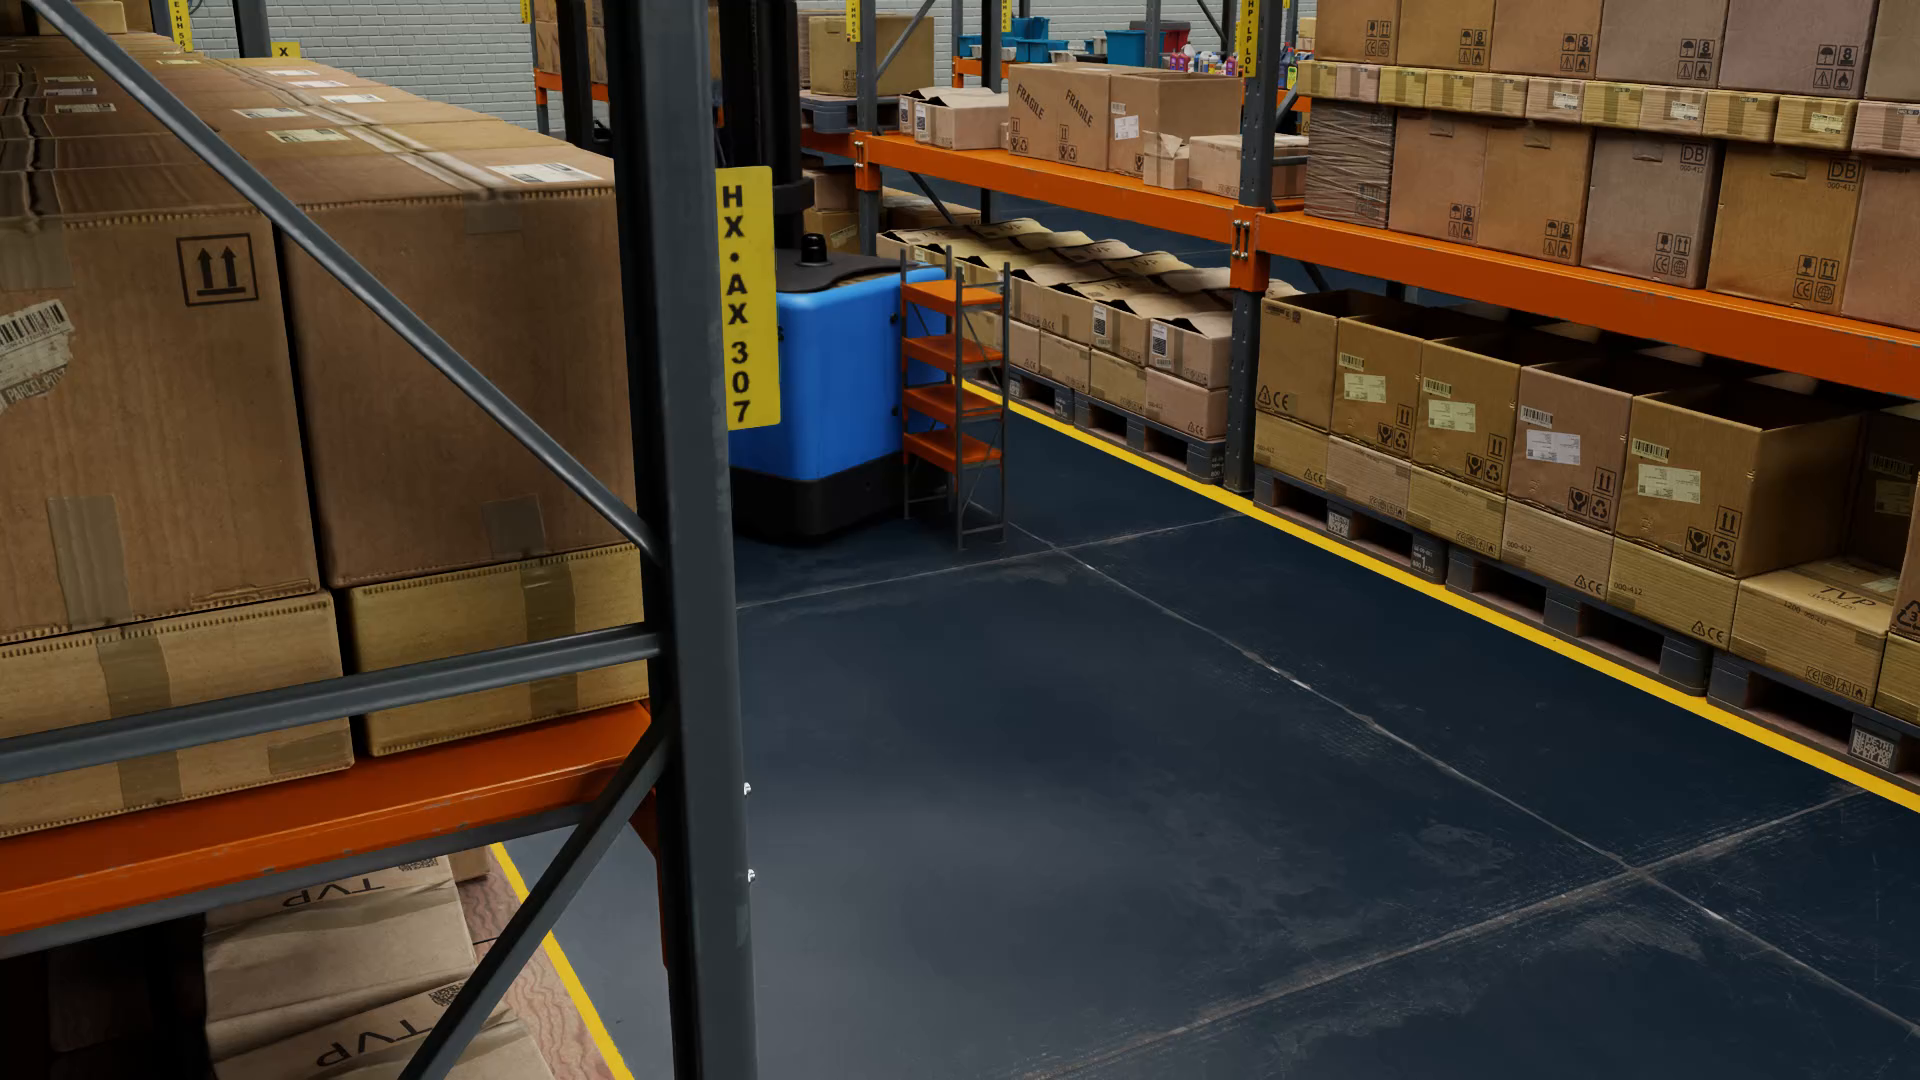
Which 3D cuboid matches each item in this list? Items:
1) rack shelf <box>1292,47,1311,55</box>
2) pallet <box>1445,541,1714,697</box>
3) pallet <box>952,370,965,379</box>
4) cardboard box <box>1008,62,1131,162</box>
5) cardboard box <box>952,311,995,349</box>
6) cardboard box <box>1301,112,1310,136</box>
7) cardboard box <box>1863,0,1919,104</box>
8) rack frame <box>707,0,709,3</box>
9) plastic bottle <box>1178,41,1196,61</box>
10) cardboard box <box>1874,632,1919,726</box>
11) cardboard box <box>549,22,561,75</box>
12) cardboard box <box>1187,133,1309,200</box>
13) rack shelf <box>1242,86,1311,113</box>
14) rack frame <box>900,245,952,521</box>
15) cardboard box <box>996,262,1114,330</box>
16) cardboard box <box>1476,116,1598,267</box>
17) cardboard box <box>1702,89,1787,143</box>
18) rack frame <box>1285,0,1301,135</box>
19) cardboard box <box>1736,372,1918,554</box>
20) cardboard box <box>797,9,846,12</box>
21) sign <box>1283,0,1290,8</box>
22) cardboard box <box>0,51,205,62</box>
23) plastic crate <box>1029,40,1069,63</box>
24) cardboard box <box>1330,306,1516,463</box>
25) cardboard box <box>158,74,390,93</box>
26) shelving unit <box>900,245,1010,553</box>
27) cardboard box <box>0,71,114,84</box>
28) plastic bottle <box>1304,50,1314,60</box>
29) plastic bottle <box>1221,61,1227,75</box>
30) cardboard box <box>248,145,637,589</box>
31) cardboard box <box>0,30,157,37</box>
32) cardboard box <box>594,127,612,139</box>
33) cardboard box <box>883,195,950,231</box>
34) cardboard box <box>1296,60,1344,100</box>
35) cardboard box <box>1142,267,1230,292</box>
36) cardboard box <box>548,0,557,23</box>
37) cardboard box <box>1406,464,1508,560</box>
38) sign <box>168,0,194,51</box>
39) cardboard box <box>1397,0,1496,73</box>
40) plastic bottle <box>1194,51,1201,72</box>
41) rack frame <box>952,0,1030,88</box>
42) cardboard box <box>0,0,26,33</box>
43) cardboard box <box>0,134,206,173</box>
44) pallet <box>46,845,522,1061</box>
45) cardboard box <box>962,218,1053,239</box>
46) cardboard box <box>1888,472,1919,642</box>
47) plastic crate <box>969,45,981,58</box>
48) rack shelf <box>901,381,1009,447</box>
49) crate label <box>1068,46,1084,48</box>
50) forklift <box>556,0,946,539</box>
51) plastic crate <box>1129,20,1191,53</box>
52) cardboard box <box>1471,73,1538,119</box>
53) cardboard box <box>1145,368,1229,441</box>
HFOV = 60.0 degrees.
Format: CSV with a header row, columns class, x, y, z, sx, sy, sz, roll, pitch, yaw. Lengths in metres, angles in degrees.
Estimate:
class,x,y,z,sx,sy,sz,roll,pitch,yaw
rack shelf,5.677,-5.783,20.396,1.077,0.370,4.000,-10,21,-27
pallet,2.630,0.184,6.274,1.003,0.211,1.213,-10,21,-27
pallet,0.163,-1.307,10.596,1.003,0.211,1.213,-10,21,-27
cardboard box,0.617,-2.436,9.439,0.500,0.500,0.500,-11,22,-30
cardboard box,0.288,-1.278,9.809,0.500,0.250,0.500,-11,22,-28
cardboard box,5.101,-5.720,21.724,0.875,0.875,0.875,-10,21,-27
cardboard box,3.115,-1.533,4.834,0.700,0.500,0.500,-11,22,-28
rack frame,-2.093,-4.016,14.171,1.000,3.000,0.127,-10,21,-27
plastic bottle,2.169,-4.596,15.928,0.144,0.351,0.185,-10,21,-27
cardboard box,3.090,0.422,4.882,0.500,0.250,0.500,-10,21,-27
cardboard box,-3.764,-4.896,16.569,0.500,0.500,0.500,-10,22,-27
cardboard box,1.433,-1.783,7.930,0.500,0.250,0.500,-9,21,-23
rack shelf,3.217,-3.868,14.845,1.077,0.370,4.000,-10,21,-27
rack frame,-0.144,-0.673,7.242,0.240,1.200,0.015,-10,22,-27
cardboard box,0.538,-1.392,9.279,0.500,0.311,0.500,-10,22,-27
cardboard box,2.413,-1.345,6.278,0.700,0.500,0.500,-10,21,-26
cardboard box,2.640,-1.377,5.375,0.380,0.149,0.250,-9,21,-25
rack frame,4.727,-6.698,21.943,1.000,3.000,0.127,-10,21,-27
cardboard box,3.058,-0.298,5.817,0.500,0.500,0.500,-10,21,-27
cardboard box,-1.200,-3.764,12.645,0.700,0.500,0.500,-17,25,-40
sign,4.236,-7.060,21.545,0.100,0.325,0.005,-10,21,-27
cardboard box,-3.123,-1.519,6.108,0.700,0.500,0.500,-8,20,-21
plastic crate,0.964,-5.294,18.039,0.416,0.233,0.300,-10,21,-27
cardboard box,1.895,-0.649,6.835,0.500,0.500,0.500,-10,21,-27
cardboard box,-1.684,-0.868,4.097,0.500,0.500,0.500,-11,22,-28
shelving unit,-0.026,-0.603,7.040,0.258,1.200,0.503,-10,22,-27
cardboard box,-2.371,-0.928,4.271,0.500,0.500,0.500,-10,21,-27
plastic bottle,3.018,-4.041,14.319,0.144,0.351,0.185,-10,21,-27
plastic bottle,2.449,-4.298,15.293,0.097,0.201,0.097,0,19,0
cardboard box,-0.715,-0.280,2.393,0.500,0.500,0.500,-10,21,-27
cardboard box,-4.320,-2.221,8.142,0.700,0.500,0.500,-13,23,-33
cardboard box,-3.518,-4.073,17.493,0.500,0.500,0.500,-10,21,-27
cardboard box,-0.412,-2.218,12.120,0.500,0.500,0.500,-11,22,-29
cardboard box,1.663,-1.966,7.083,0.380,0.149,0.250,-10,21,-27
cardboard box,1.249,-1.333,9.109,0.500,0.311,0.500,-11,22,-28
cardboard box,-3.759,-5.367,16.401,0.500,0.500,0.500,-10,21,-26
cardboard box,2.125,-0.149,6.538,0.500,0.250,0.500,-10,21,-27
sign,-4.079,-2.696,8.692,0.100,0.325,0.005,-10,21,-27
cardboard box,2.163,-2.109,6.502,0.700,0.500,0.500,-10,21,-27
plastic bottle,2.247,-4.454,15.636,0.097,0.271,0.097,0,19,0
rack frame,0.368,-5.930,19.720,1.000,3.000,0.127,-10,21,-27
cardboard box,-4.995,-2.741,8.687,0.500,0.250,0.500,-9,21,-25
cardboard box,-1.394,-0.344,2.580,0.500,0.500,0.500,-10,21,-26
pallet,-1.719,0.905,4.185,1.003,0.211,1.213,-10,21,-27
cardboard box,0.272,-1.919,10.807,0.500,0.311,0.500,-9,21,-25
cardboard box,3.088,0.068,4.759,0.500,0.500,0.500,-10,21,-27
plastic crate,0.275,-5.607,19.096,0.250,0.136,0.298,-10,21,-27
rack shelf,-0.026,-0.540,7.062,0.258,0.148,0.480,-10,22,-27
crate label,1.194,-5.467,18.687,0.396,0.136,0.243,-10,21,-27
forklift,-1.535,-1.749,7.707,3.031,2.935,1.130,13,23,34
plastic crate,2.064,-5.136,17.227,0.402,0.464,0.583,-10,21,-27
cardboard box,2.149,-1.673,6.234,0.380,0.149,0.250,-11,22,-28
cardboard box,1.254,-0.692,8.111,0.500,0.250,0.500,-10,22,-27
